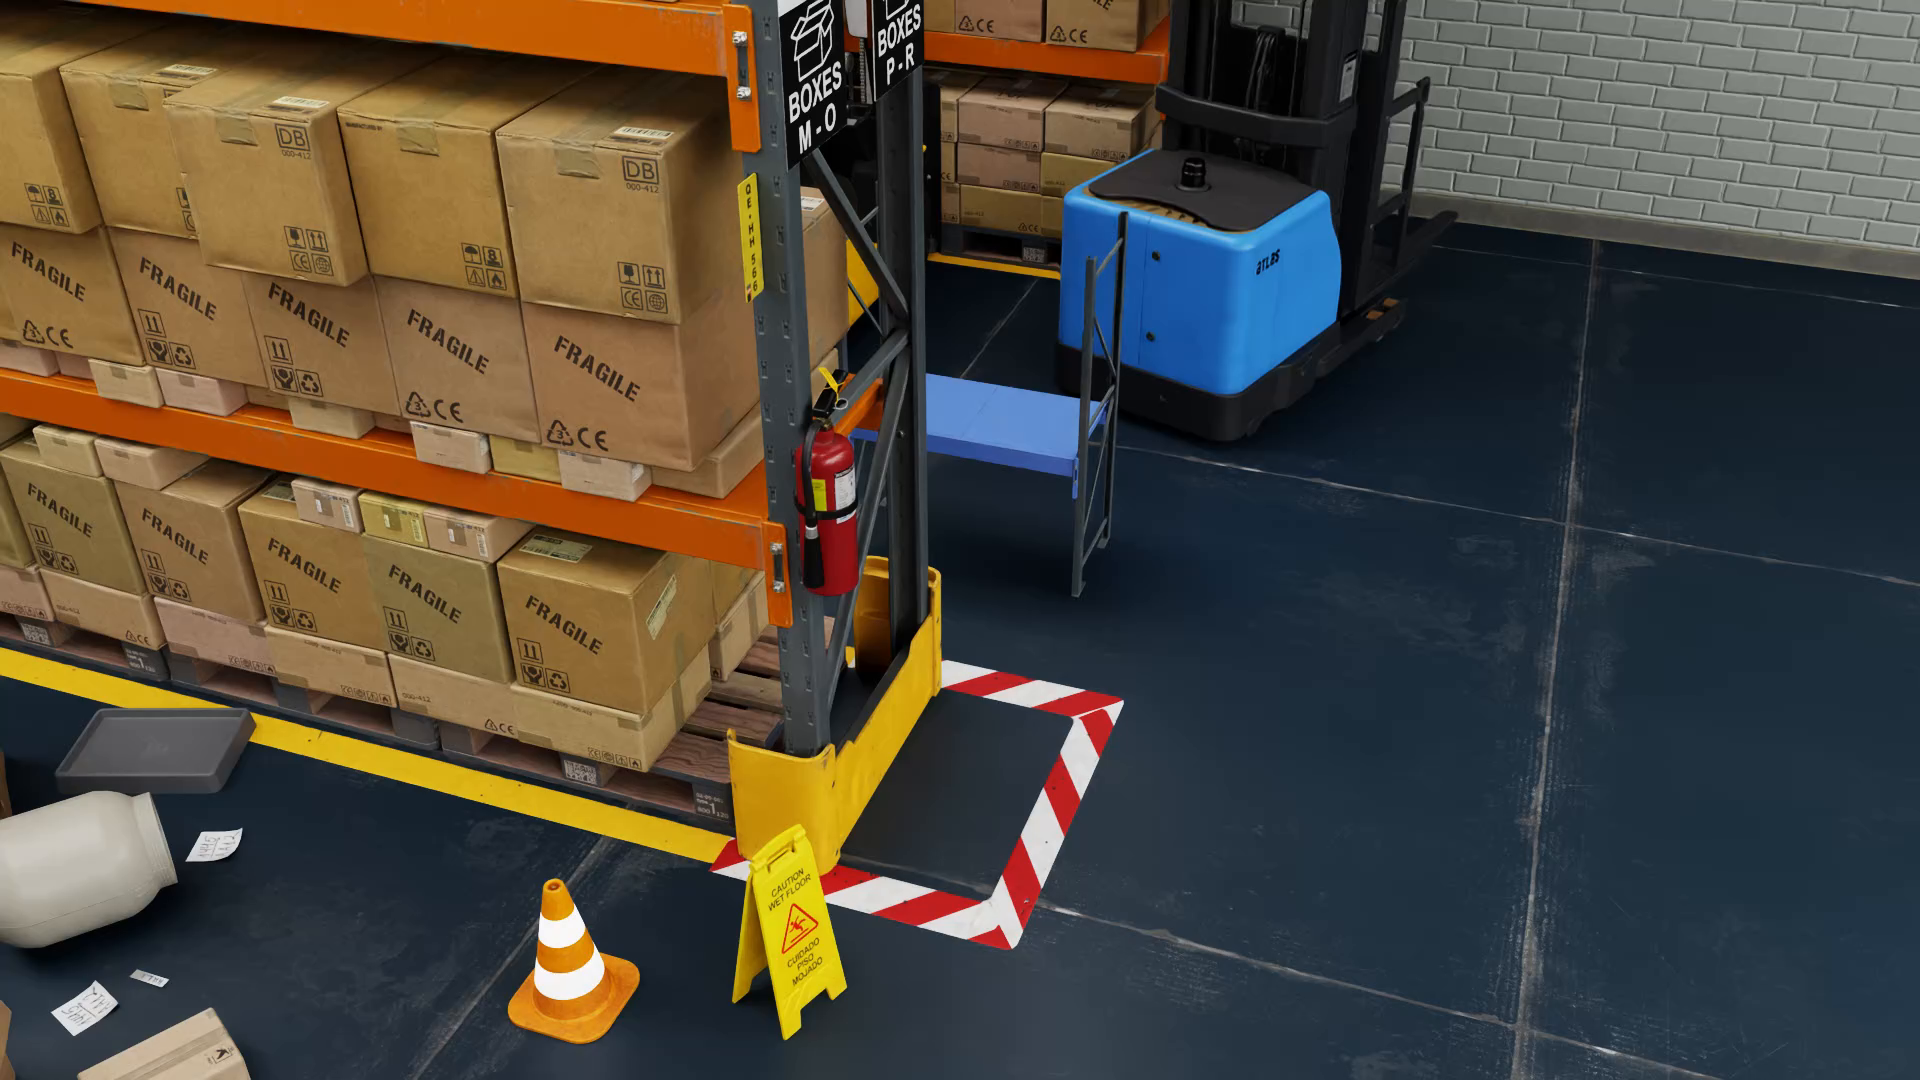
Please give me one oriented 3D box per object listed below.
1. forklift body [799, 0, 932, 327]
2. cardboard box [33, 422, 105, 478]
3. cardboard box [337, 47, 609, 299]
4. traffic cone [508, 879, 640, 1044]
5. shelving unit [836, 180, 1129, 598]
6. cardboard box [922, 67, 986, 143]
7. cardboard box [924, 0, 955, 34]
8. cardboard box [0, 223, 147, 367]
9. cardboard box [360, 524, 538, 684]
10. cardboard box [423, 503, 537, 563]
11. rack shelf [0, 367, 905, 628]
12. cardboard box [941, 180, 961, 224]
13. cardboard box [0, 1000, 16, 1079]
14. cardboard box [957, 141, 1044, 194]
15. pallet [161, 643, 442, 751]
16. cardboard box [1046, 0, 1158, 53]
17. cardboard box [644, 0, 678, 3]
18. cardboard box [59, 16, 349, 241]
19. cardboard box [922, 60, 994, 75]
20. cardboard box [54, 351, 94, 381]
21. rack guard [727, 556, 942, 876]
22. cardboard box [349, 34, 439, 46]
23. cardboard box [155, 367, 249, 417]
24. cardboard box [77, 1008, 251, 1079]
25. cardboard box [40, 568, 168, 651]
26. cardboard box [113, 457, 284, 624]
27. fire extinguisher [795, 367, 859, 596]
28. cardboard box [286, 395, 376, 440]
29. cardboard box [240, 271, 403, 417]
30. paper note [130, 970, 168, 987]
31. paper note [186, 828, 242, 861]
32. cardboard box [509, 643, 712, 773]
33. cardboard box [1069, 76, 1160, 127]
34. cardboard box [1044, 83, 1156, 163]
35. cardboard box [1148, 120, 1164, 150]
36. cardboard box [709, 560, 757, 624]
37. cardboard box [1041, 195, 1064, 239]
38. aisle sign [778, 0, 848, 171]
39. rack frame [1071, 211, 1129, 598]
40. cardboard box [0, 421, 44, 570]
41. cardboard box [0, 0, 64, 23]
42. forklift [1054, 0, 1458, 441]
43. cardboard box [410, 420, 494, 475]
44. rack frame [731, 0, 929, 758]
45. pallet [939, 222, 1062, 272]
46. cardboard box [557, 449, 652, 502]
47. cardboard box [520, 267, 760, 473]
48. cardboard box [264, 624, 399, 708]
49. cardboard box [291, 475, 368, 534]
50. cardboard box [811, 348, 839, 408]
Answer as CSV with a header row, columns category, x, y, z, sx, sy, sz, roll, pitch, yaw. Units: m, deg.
category,x,y,z,sx,sy,sz,roll,pitch,yaw
forklift body,-1.069,-2.042,8.429,1.214,2.155,2.313,11,34,16
cardboard box,-3.059,-0.396,5.956,0.250,0.149,0.380,12,35,18
cardboard box,-1.368,-1.113,4.920,0.500,0.500,0.700,11,35,17
traffic cone,-1.180,1.198,4.967,0.334,0.463,0.336,11,34,16
shelving unit,0.080,-0.614,6.819,1.048,1.500,0.538,11,34,16
cardboard box,-0.168,-2.527,9.624,0.500,0.250,0.500,11,35,17
cardboard box,-0.188,-3.174,9.308,0.500,0.500,0.500,10,34,16
cardboard box,-2.836,-0.945,5.582,0.500,0.500,0.500,11,34,16
cardboard box,-1.674,0.109,5.772,0.500,0.500,0.500,12,35,18
cardboard box,-1.550,-0.103,5.502,0.250,0.149,0.380,12,35,18
rack shelf,-2.222,-0.511,5.940,4.000,0.370,1.077,11,34,16
cardboard box,-0.150,-2.121,9.917,0.500,0.250,0.500,11,35,17
cardboard box,-2.847,1.573,4.350,0.637,0.503,0.797,-11,35,-17
cardboard box,0.299,-2.241,9.642,0.500,0.250,0.500,11,34,16
pallet,-2.309,0.319,6.561,1.213,0.211,1.003,11,34,16
cardboard box,0.780,-2.981,9.009,0.500,0.500,0.500,10,34,15
cardboard box,-0.770,-1.525,4.312,0.250,0.149,0.380,11,34,17
cardboard box,-2.306,-1.316,5.234,0.500,0.500,0.700,11,34,16
cardboard box,0.004,-2.795,10.040,0.500,0.250,0.500,11,34,16
cardboard box,-2.918,-0.704,5.806,0.250,0.149,0.380,11,34,16
rack guard,-0.411,0.589,5.877,0.348,0.500,1.175,11,34,16
cardboard box,-3.657,-3.129,11.133,0.625,0.625,0.875,11,34,16
cardboard box,-2.469,-0.582,5.617,0.250,0.149,0.380,11,34,16
cardboard box,-2.254,1.542,4.725,0.380,0.149,0.250,-25,40,-33
cardboard box,-3.134,0.137,6.420,0.500,0.250,0.500,13,35,19
cardboard box,-2.645,-0.082,6.068,0.500,0.500,0.500,13,35,19
fire extinguisher,-0.387,-0.159,4.802,0.183,0.674,0.296,11,34,16
cardboard box,-1.991,-0.499,5.490,0.250,0.149,0.380,11,34,16
cardboard box,-1.883,-0.760,5.296,0.500,0.500,0.500,11,34,16
paper note,-2.507,1.355,5.142,0.123,0.001,0.032,11,34,16
paper note,-2.521,1.030,5.627,0.148,0.019,0.142,0,33,0
cardboard box,-1.214,0.516,5.833,0.500,0.250,0.500,11,34,16
cardboard box,0.943,-2.609,9.751,0.500,0.250,0.500,10,34,16
cardboard box,0.793,-2.349,9.349,0.500,0.250,0.500,12,35,18
cardboard box,0.959,-2.406,9.898,0.500,0.250,0.500,12,35,17
cardboard box,-1.028,-0.077,6.060,0.500,0.500,0.500,10,34,15
cardboard box,0.783,-1.929,9.619,0.500,0.250,0.500,11,35,17
aisle sign,-0.379,-1.380,4.226,0.004,0.787,0.394,11,34,16
rack frame,0.559,-0.521,6.675,0.032,1.500,0.500,11,34,16
cardboard box,-3.641,-0.270,6.359,0.500,0.500,0.500,13,35,19
cardboard box,-3.291,-1.471,5.474,0.500,0.500,0.700,11,34,17
forklift,1.765,-2.437,8.322,1.130,2.935,3.031,23,39,31
cardboard box,-1.526,-0.380,5.305,0.250,0.149,0.380,12,35,17
rack frame,-0.340,-0.447,5.178,0.127,3.000,1.000,11,34,16
pallet,0.598,-1.930,10.044,1.213,0.211,1.003,11,34,16
cardboard box,-1.040,-0.291,5.167,0.250,0.149,0.380,11,34,16
cardboard box,-0.943,-0.573,5.006,0.500,0.500,0.500,10,34,16
cardboard box,-2.171,0.329,6.123,0.500,0.250,0.500,10,34,15
cardboard box,-2.033,-0.199,5.652,0.250,0.149,0.380,12,35,19
cardboard box,-0.589,-0.510,5.506,0.250,0.149,0.380,11,34,17
